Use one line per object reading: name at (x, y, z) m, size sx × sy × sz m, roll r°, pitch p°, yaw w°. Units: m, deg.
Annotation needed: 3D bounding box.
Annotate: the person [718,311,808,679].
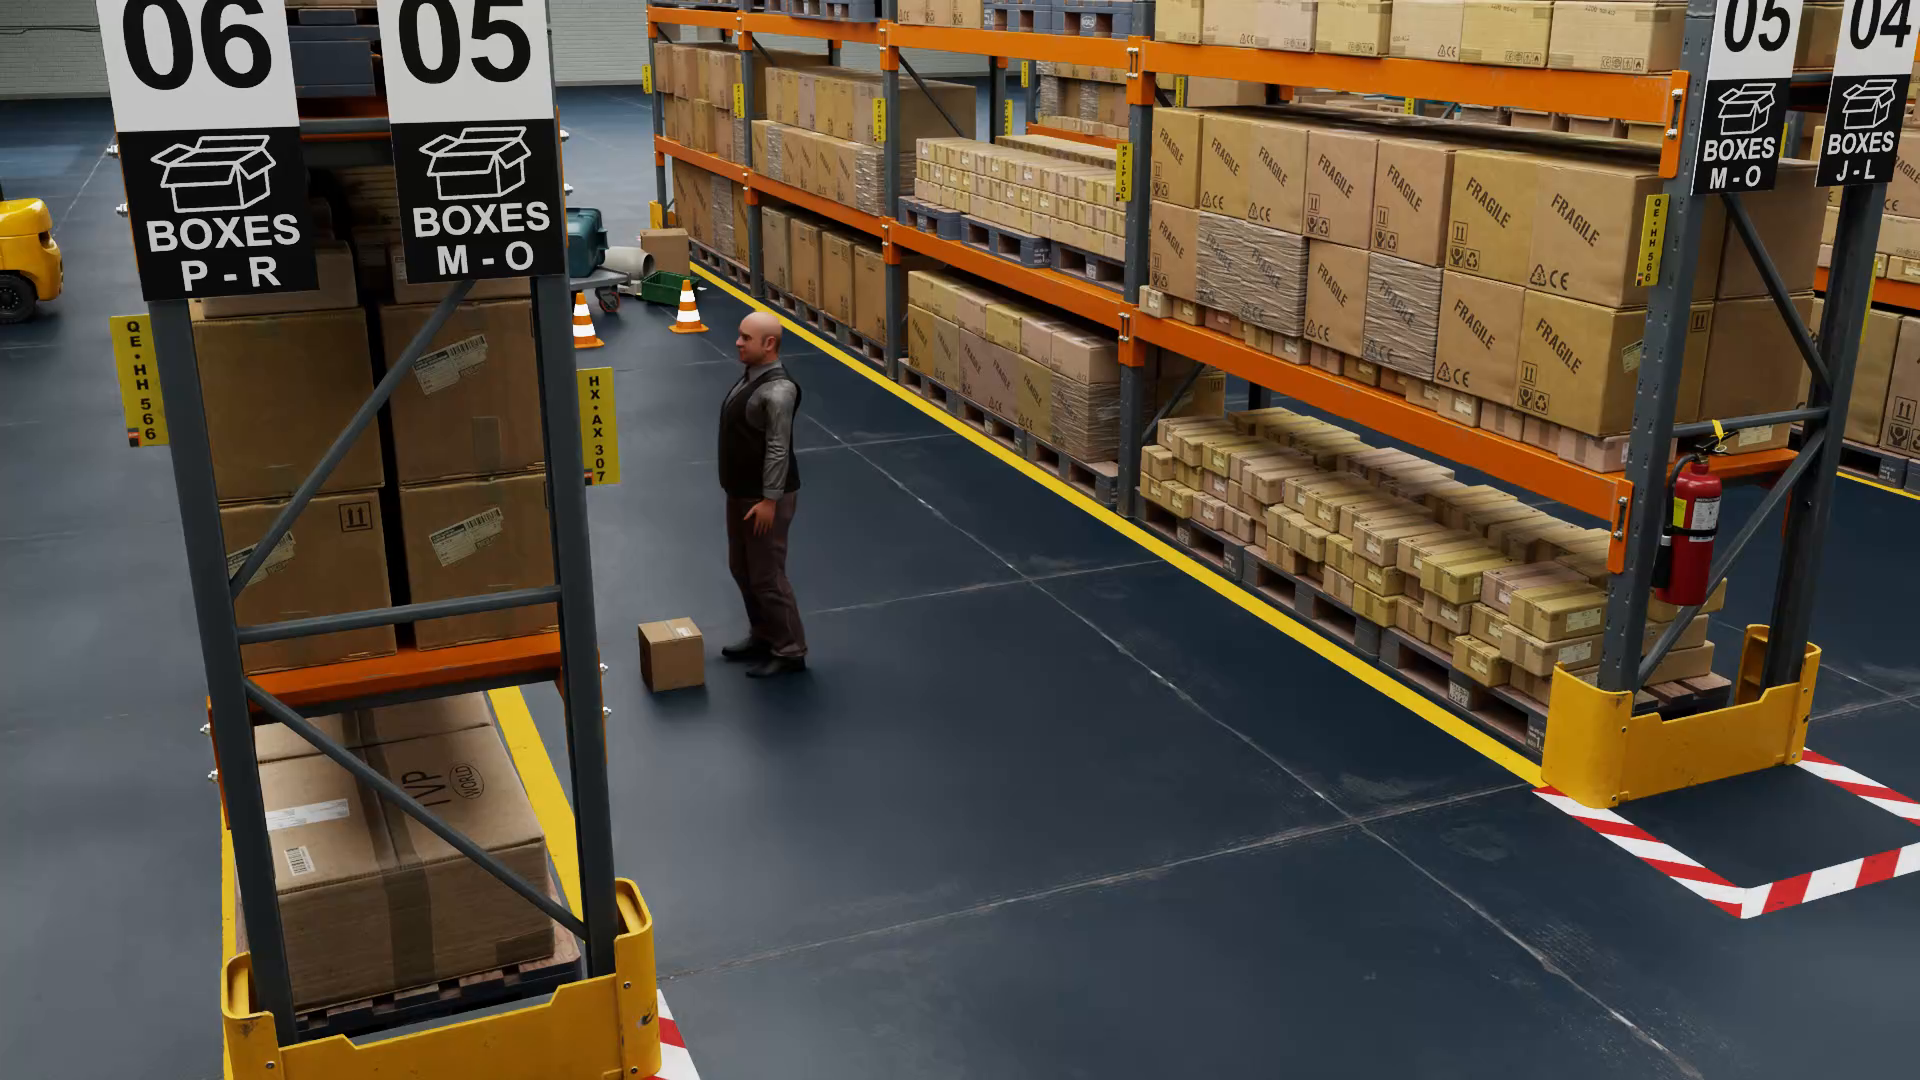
person at (-0.931, -0.159, 7.753) m, size 0.363 × 1.642 × 0.531 m, roll -7°, pitch 20°, yaw -21°
